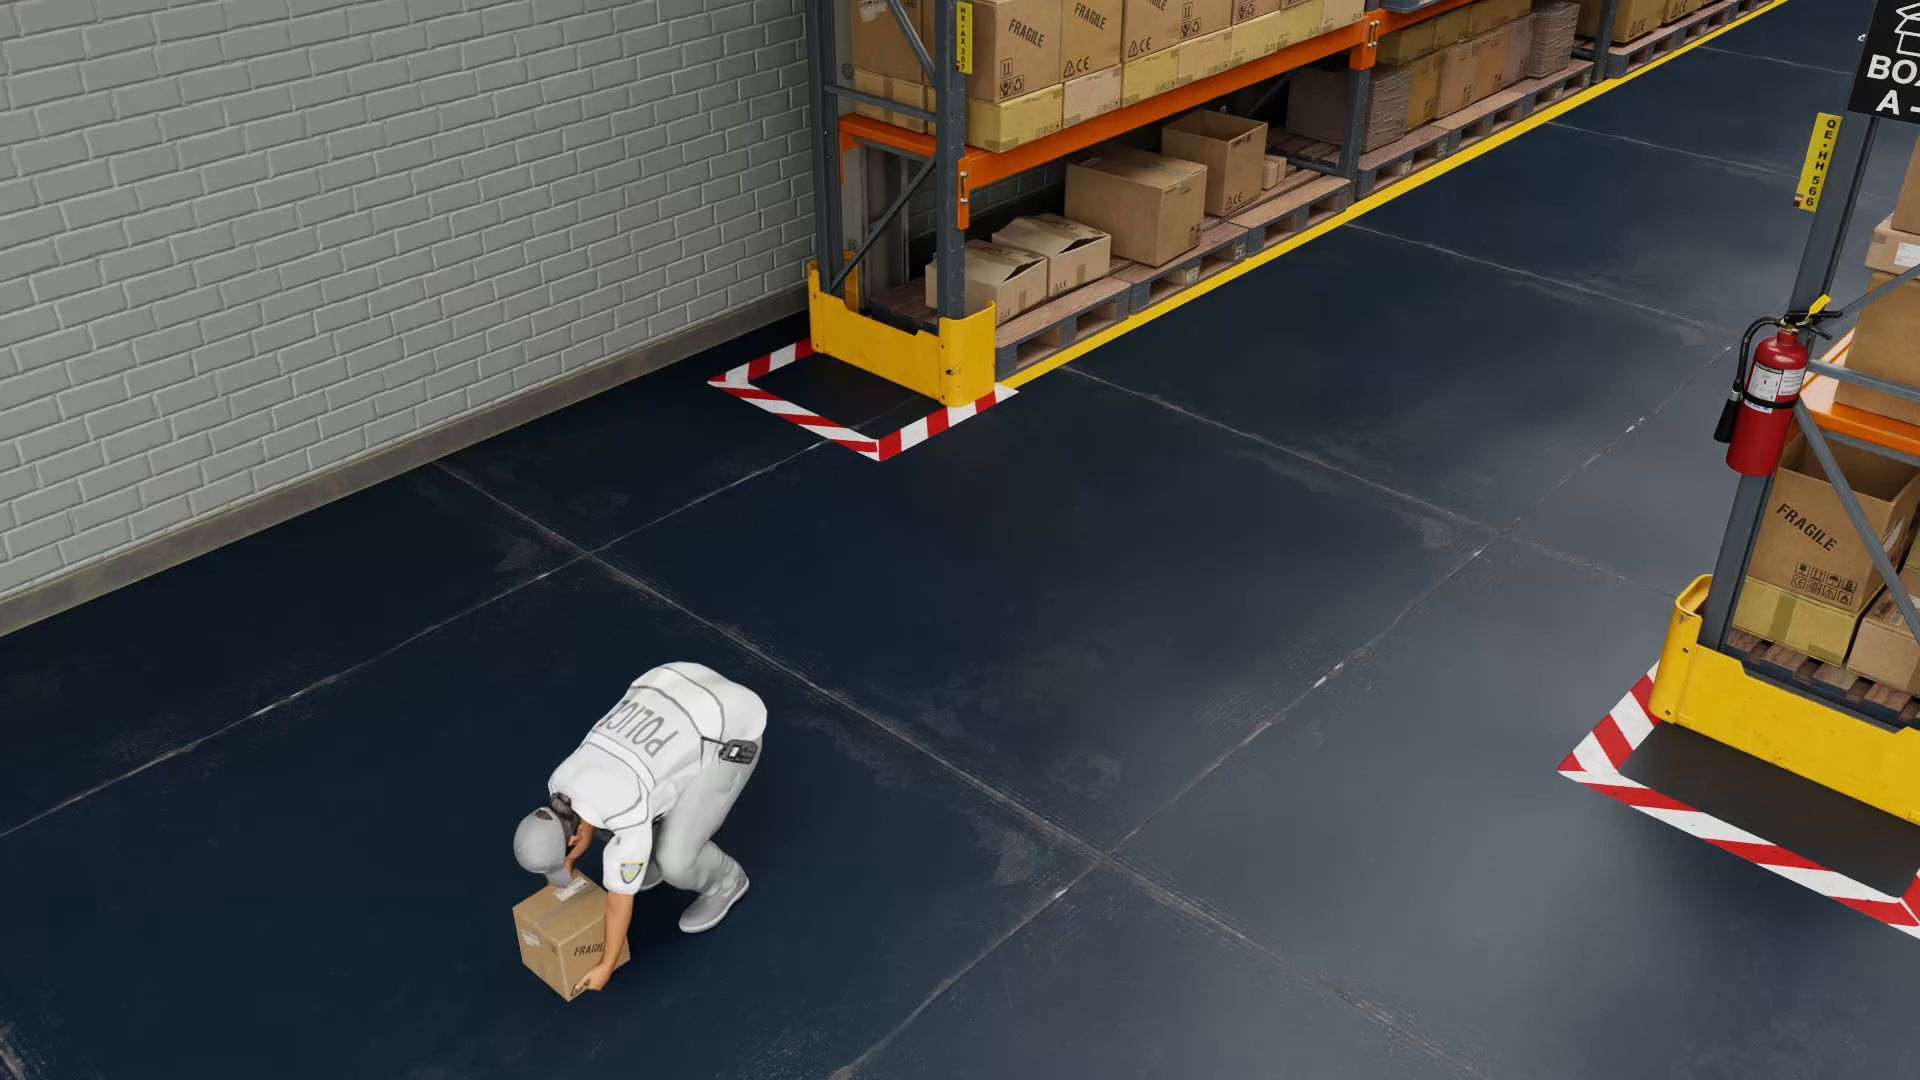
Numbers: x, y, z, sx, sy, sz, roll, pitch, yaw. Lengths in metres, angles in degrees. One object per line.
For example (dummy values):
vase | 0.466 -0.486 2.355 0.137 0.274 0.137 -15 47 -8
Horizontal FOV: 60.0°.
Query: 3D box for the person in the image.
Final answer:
person | -1.037 0.917 5.444 0.522 0.845 0.941 24 39 33
